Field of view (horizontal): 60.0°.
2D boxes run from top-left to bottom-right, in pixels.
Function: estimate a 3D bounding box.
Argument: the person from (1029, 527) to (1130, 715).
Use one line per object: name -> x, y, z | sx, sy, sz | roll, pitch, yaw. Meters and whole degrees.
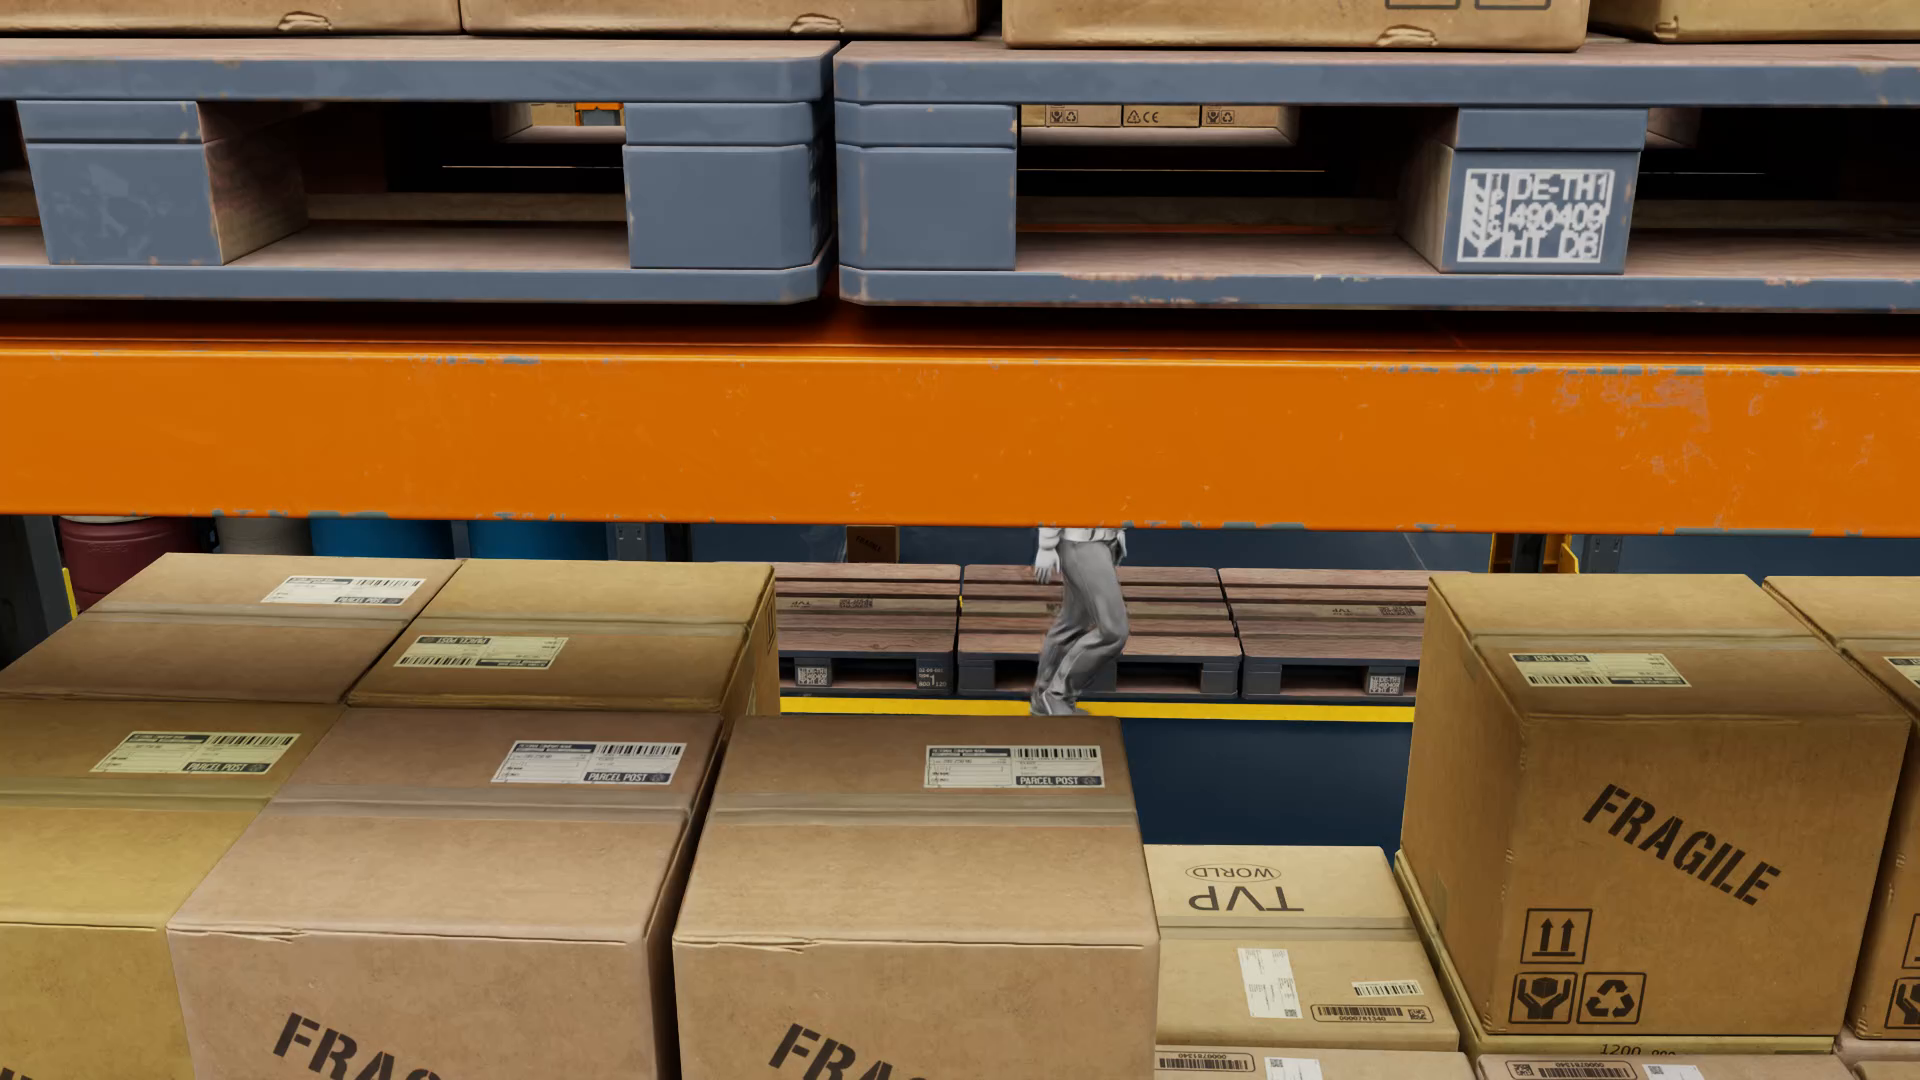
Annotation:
person -> 0.509, -0.015, 6.549 | 0.483, 1.662, 0.509 | 10, 23, 25
